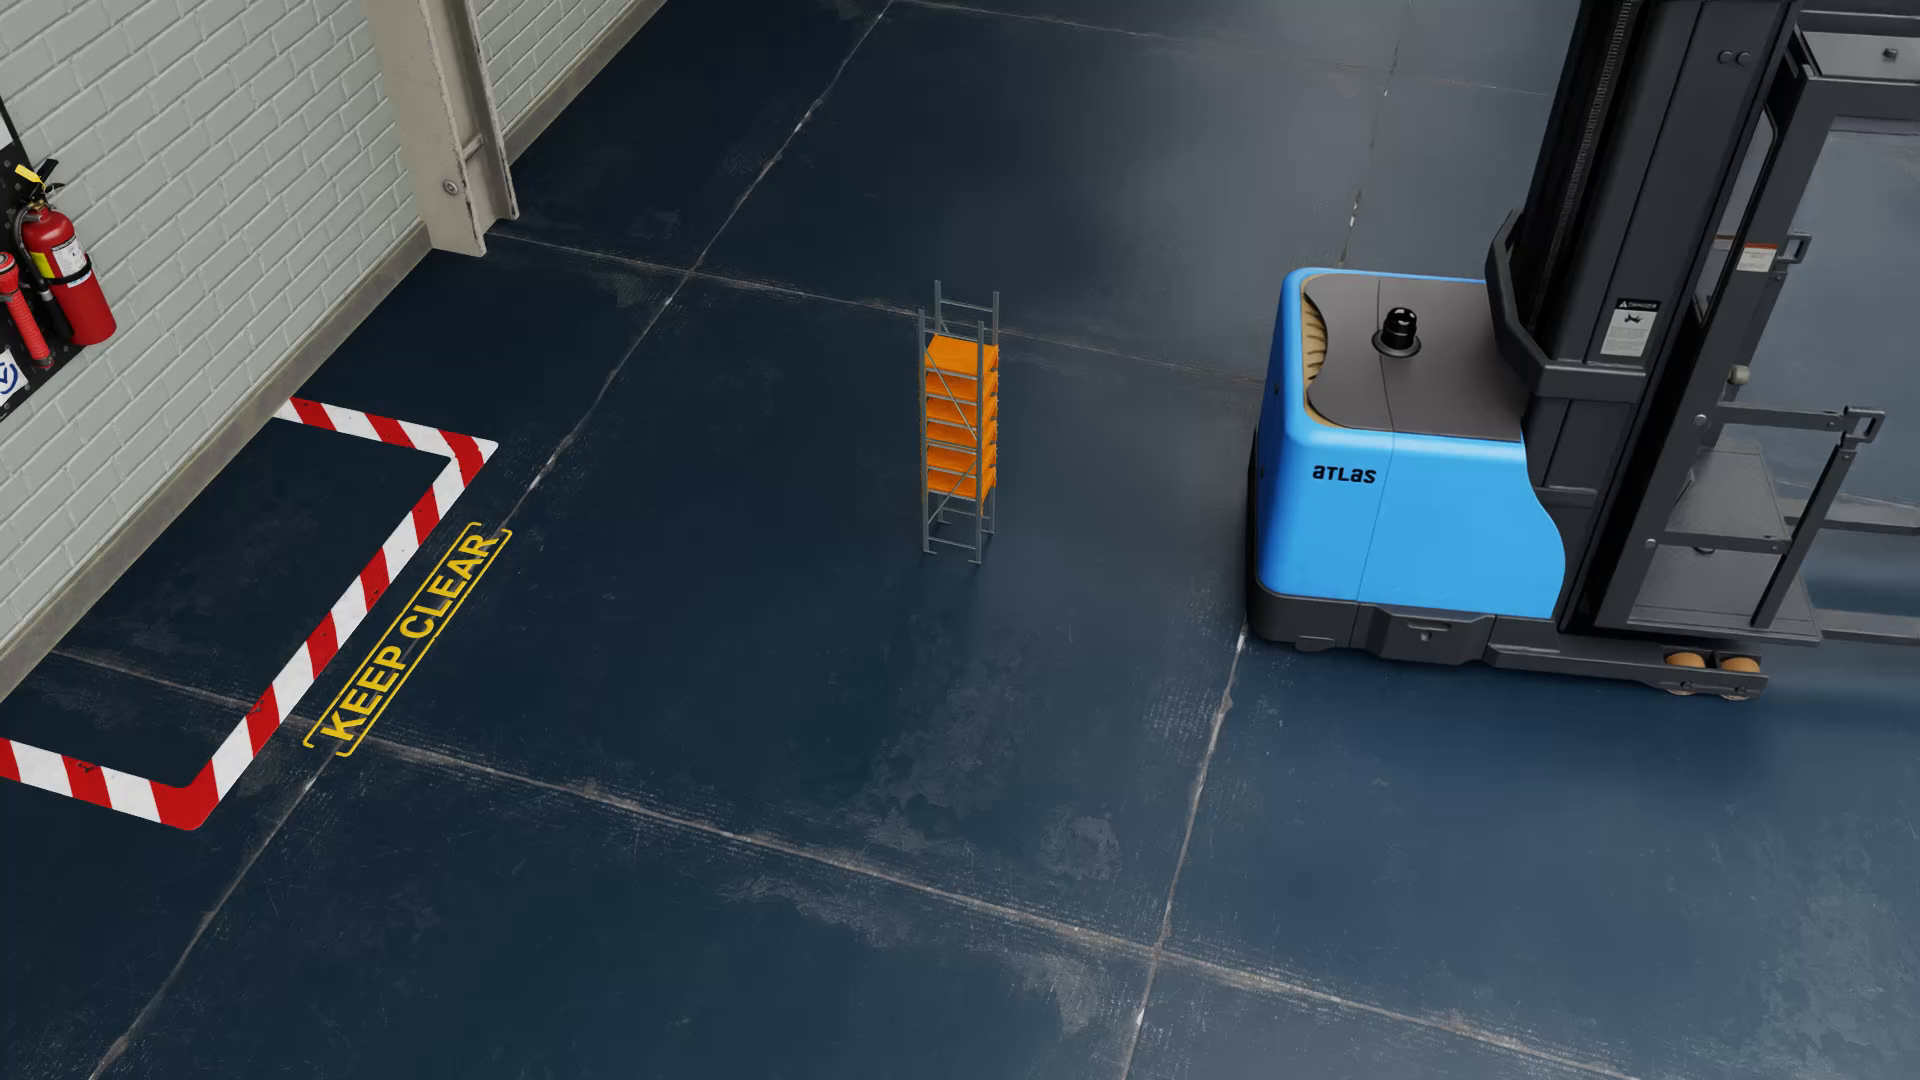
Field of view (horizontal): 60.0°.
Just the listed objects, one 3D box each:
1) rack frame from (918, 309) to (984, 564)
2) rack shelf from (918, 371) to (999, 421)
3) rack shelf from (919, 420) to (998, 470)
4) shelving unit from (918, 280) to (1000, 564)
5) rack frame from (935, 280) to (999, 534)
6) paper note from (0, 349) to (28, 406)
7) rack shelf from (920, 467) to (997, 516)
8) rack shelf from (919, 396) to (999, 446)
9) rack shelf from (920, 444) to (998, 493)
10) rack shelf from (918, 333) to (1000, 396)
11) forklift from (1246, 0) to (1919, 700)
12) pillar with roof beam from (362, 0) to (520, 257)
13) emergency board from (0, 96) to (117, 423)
[{"bbox_3d":[-0.032,-0.358,6.258,0.240,1.200,0.006,13,46,12],"label":"rack frame"},{"bbox_3d":[-0.004,-0.559,6.184,0.258,0.103,0.180,13,46,12],"label":"rack shelf"},{"bbox_3d":[-0.004,-0.387,6.352,0.258,0.103,0.180,13,46,12],"label":"rack shelf"},{"bbox_3d":[-0.004,-0.419,6.321,0.258,1.200,0.189,13,46,12],"label":"shelving unit"},{"bbox_3d":[0.023,-0.480,6.383,0.240,1.200,0.006,13,46,12],"label":"rack frame"},{"bbox_3d":[-3.342,-0.569,5.817,0.016,0.148,0.142,13,46,13],"label":"paper note"},{"bbox_3d":[-0.004,-0.216,6.519,0.258,0.103,0.180,13,46,12],"label":"rack shelf"},{"bbox_3d":[-0.004,-0.473,6.268,0.258,0.103,0.180,13,46,12],"label":"rack shelf"},{"bbox_3d":[-0.004,-0.302,6.436,0.258,0.103,0.180,13,46,12],"label":"rack shelf"},{"bbox_3d":[-0.004,-0.645,6.100,0.258,0.103,0.180,13,46,12],"label":"rack shelf"},{"bbox_3d":[2.649,-0.854,5.527,3.031,2.935,1.130,5,45,5],"label":"forklift"},{"bbox_3d":[1.665,-3.859,4.259,9.100,9.000,0.400,13,46,13],"label":"pillar with roof beam"},{"bbox_3d":[-3.223,-0.987,5.614,0.194,1.169,0.643,13,46,13],"label":"emergency board"}]
